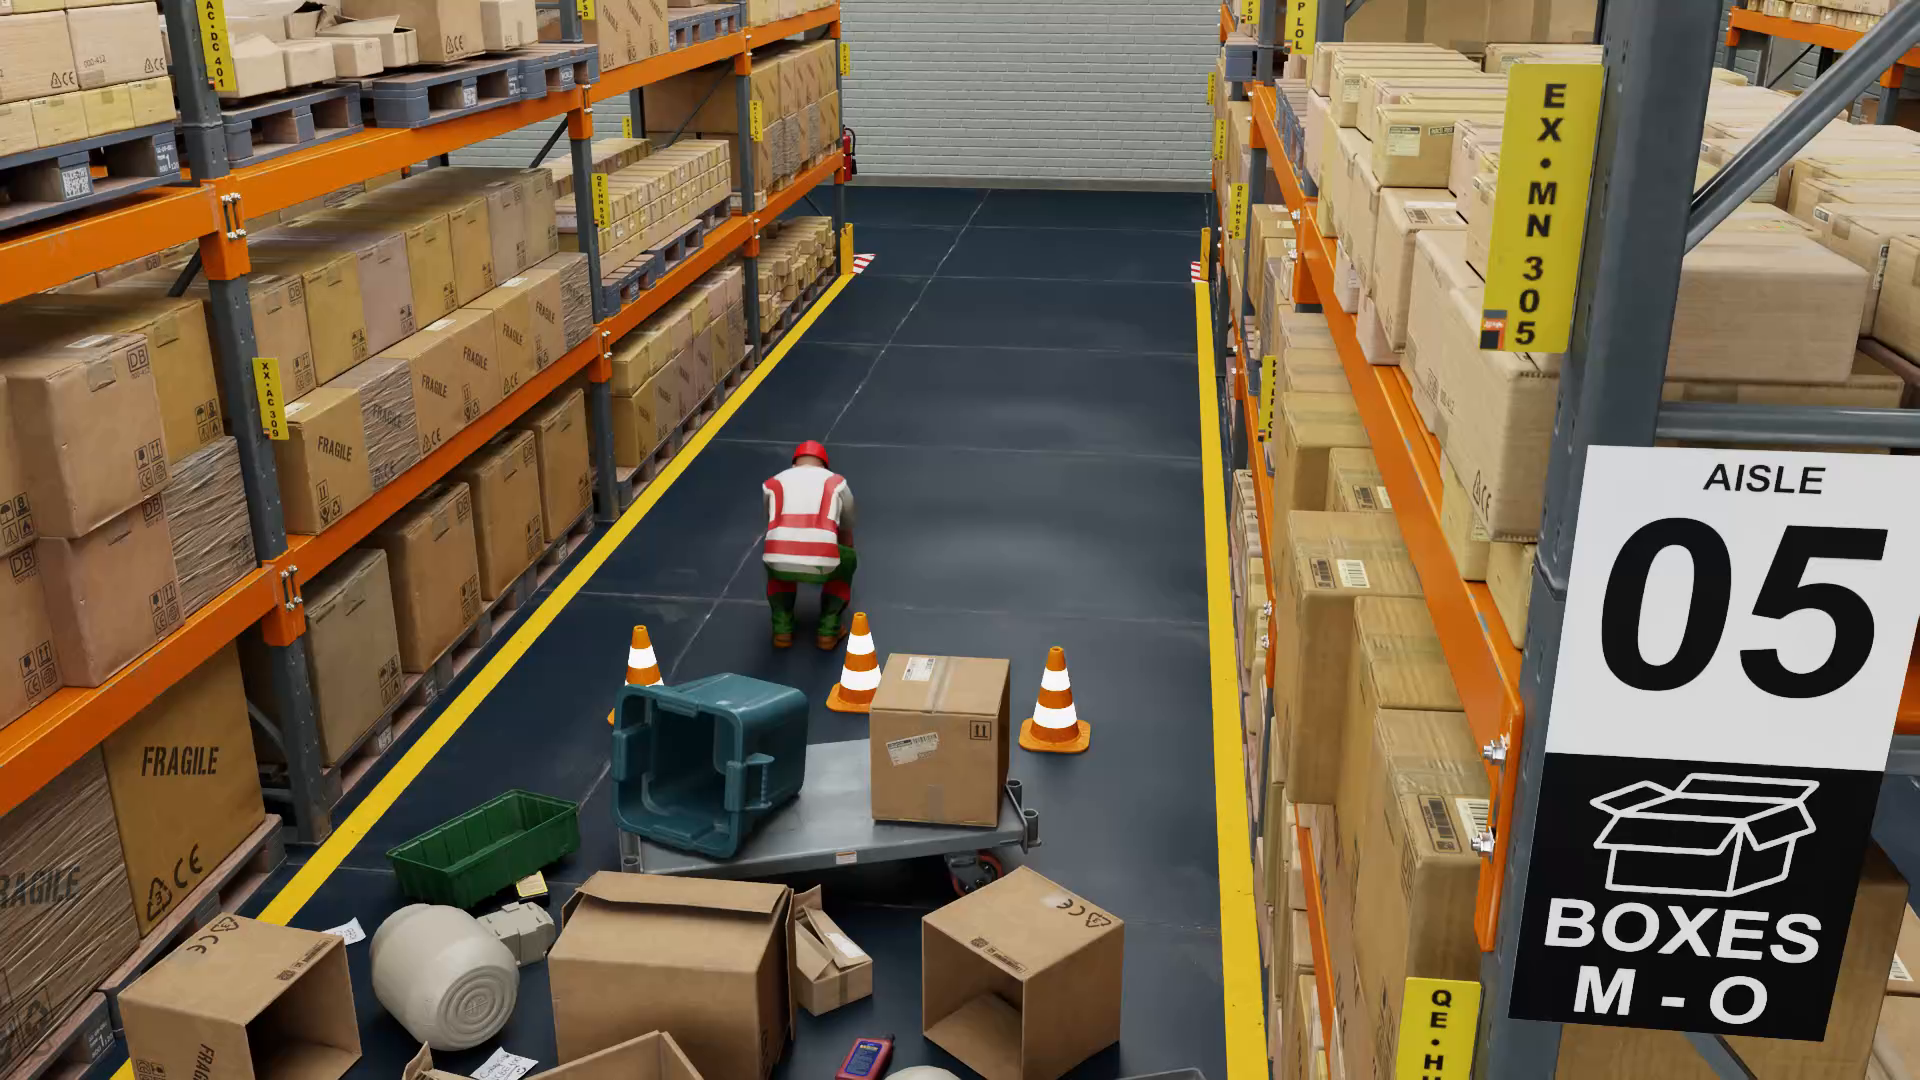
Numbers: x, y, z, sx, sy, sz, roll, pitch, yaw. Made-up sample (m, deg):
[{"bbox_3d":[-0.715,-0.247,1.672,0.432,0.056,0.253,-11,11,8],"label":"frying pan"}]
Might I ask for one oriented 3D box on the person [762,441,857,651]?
[{"bbox_3d":[-0.827,0.035,9.082,0.534,0.991,0.907,2,21,5],"label":"person"}]
